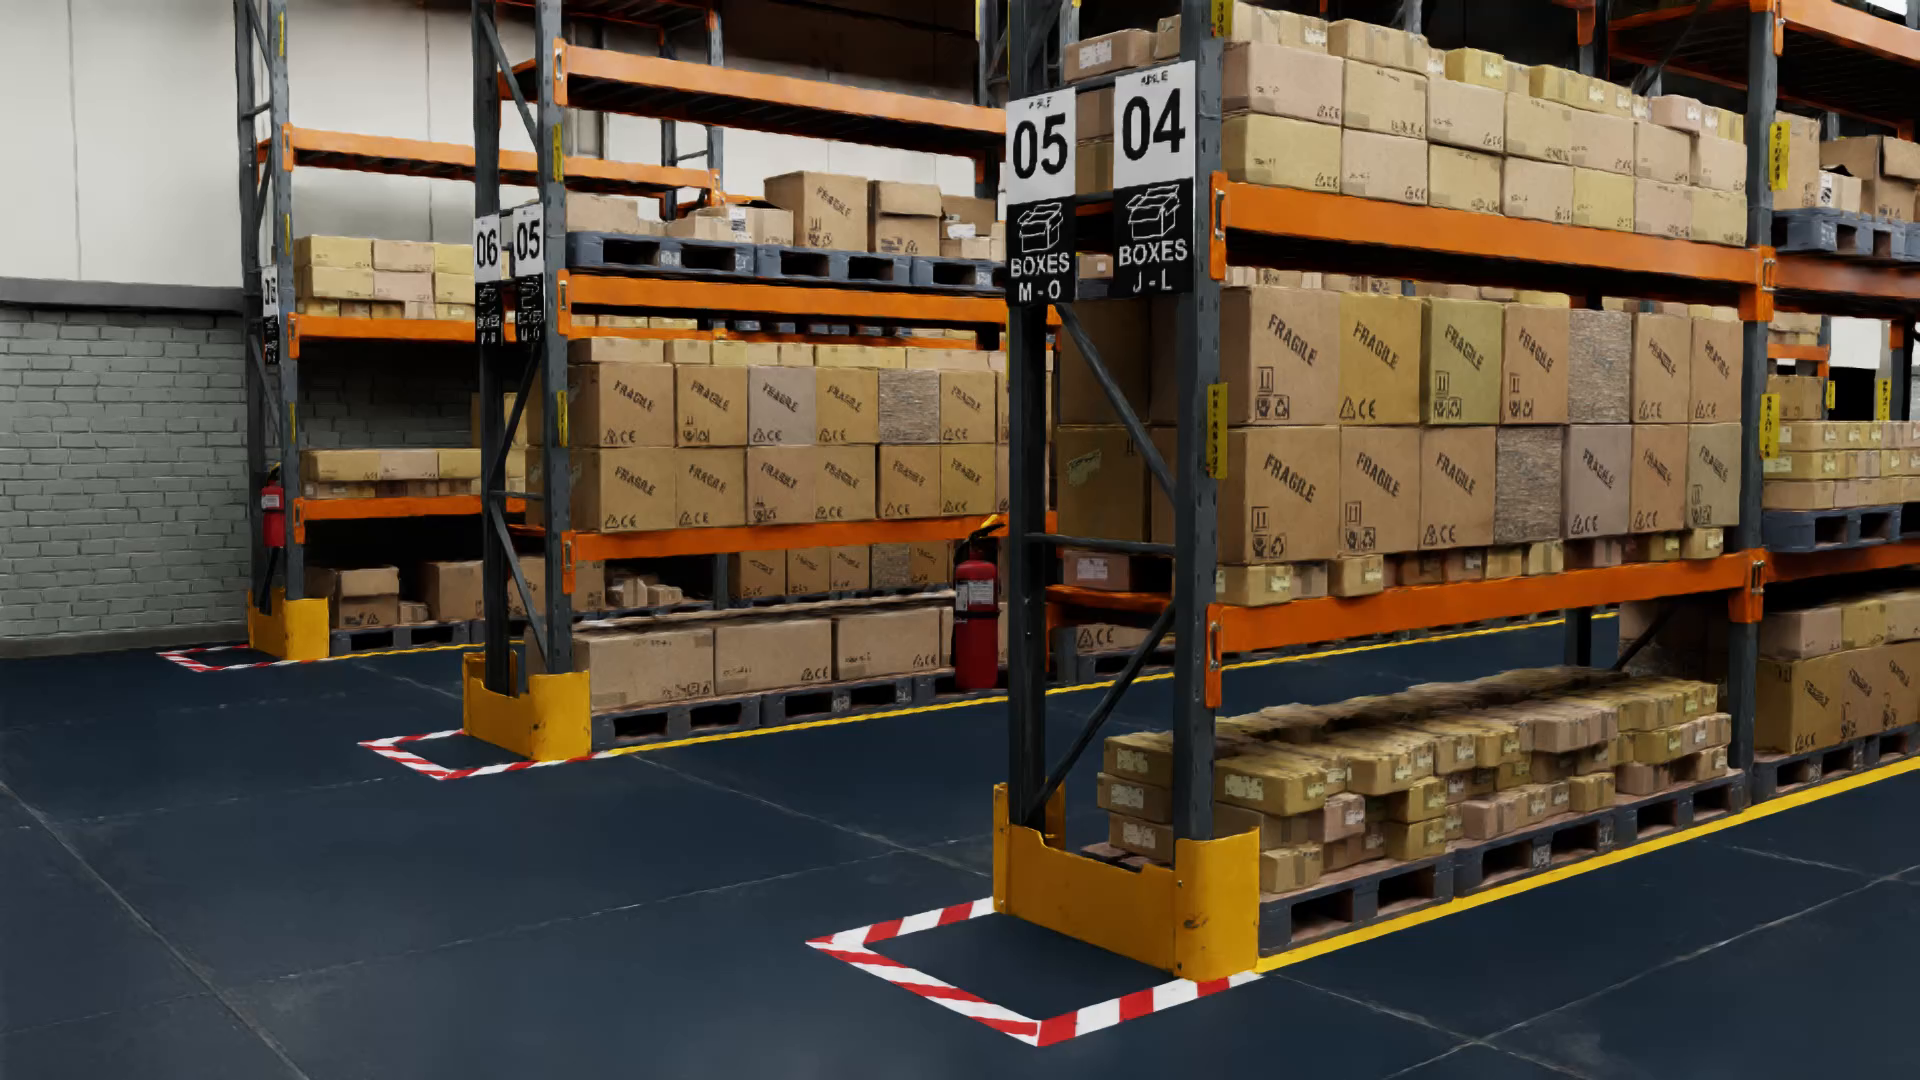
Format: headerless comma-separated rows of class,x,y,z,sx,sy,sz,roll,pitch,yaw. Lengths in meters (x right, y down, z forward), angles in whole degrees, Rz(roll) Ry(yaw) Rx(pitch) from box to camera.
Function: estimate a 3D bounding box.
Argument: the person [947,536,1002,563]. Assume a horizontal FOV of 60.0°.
person,0.148,-0.074,16.023,0.573,1.739,0.409,1,4,18
